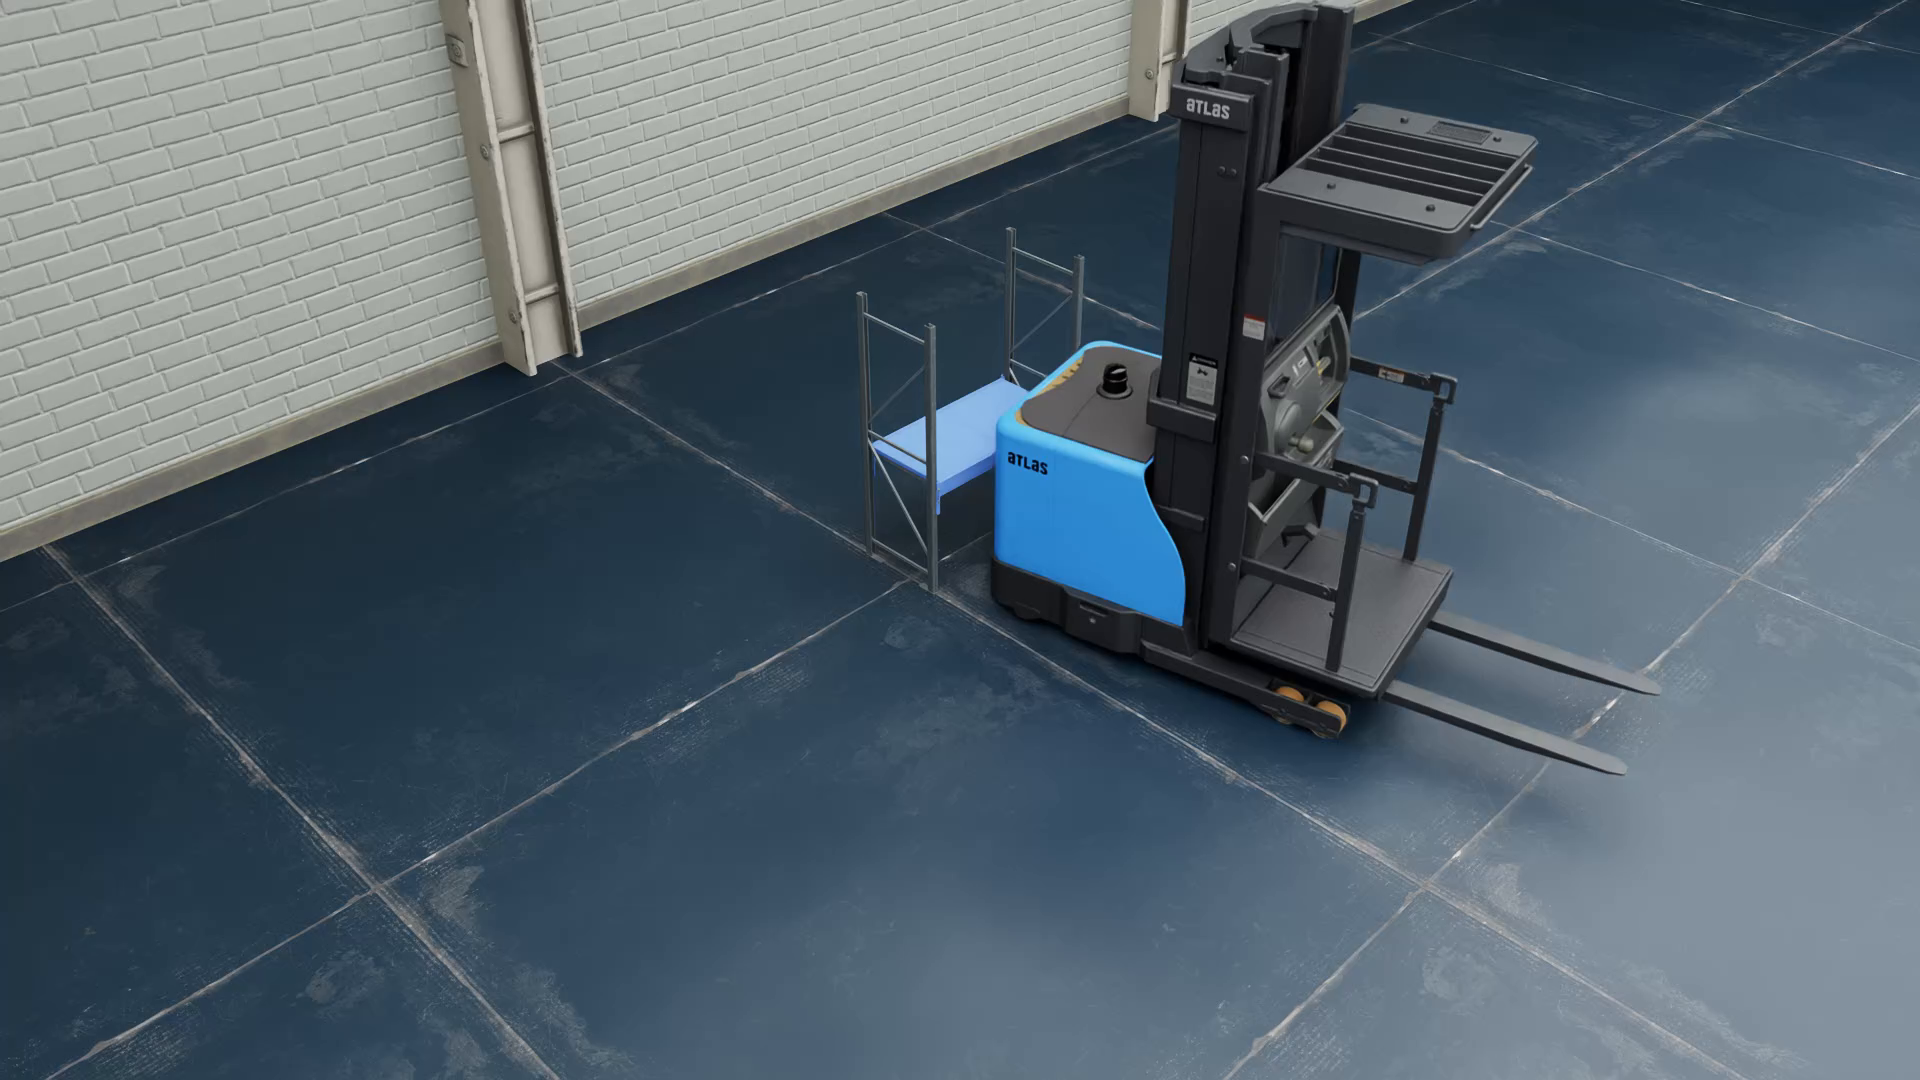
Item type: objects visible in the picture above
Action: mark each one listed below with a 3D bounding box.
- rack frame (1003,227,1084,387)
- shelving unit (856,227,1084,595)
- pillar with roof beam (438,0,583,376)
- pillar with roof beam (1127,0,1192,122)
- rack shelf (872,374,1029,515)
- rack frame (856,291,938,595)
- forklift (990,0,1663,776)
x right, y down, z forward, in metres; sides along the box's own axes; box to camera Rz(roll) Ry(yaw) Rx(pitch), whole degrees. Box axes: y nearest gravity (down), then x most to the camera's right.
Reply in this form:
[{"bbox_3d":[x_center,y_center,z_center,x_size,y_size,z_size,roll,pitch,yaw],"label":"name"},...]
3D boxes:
[{"bbox_3d":[0.418,-0.856,8.657,0.500,1.500,0.032,30,45,35],"label":"rack frame"},{"bbox_3d":[0.060,-0.650,8.361,0.538,1.500,1.048,30,45,35],"label":"shelving unit"},{"bbox_3d":[0.453,-3.098,5.316,9.100,9.000,0.400,30,45,35],"label":"pillar with roof beam"},{"bbox_3d":[4.680,-5.534,8.809,9.100,9.000,0.400,30,45,35],"label":"pillar with roof beam"},{"bbox_3d":[0.060,-0.502,8.464,0.538,0.185,1.000,30,45,35],"label":"rack shelf"},{"bbox_3d":[-0.298,-0.443,8.065,0.500,1.500,0.032,30,45,35],"label":"rack frame"},{"bbox_3d":[1.672,-0.659,7.123,3.031,2.935,1.130,20,39,26],"label":"forklift"}]
